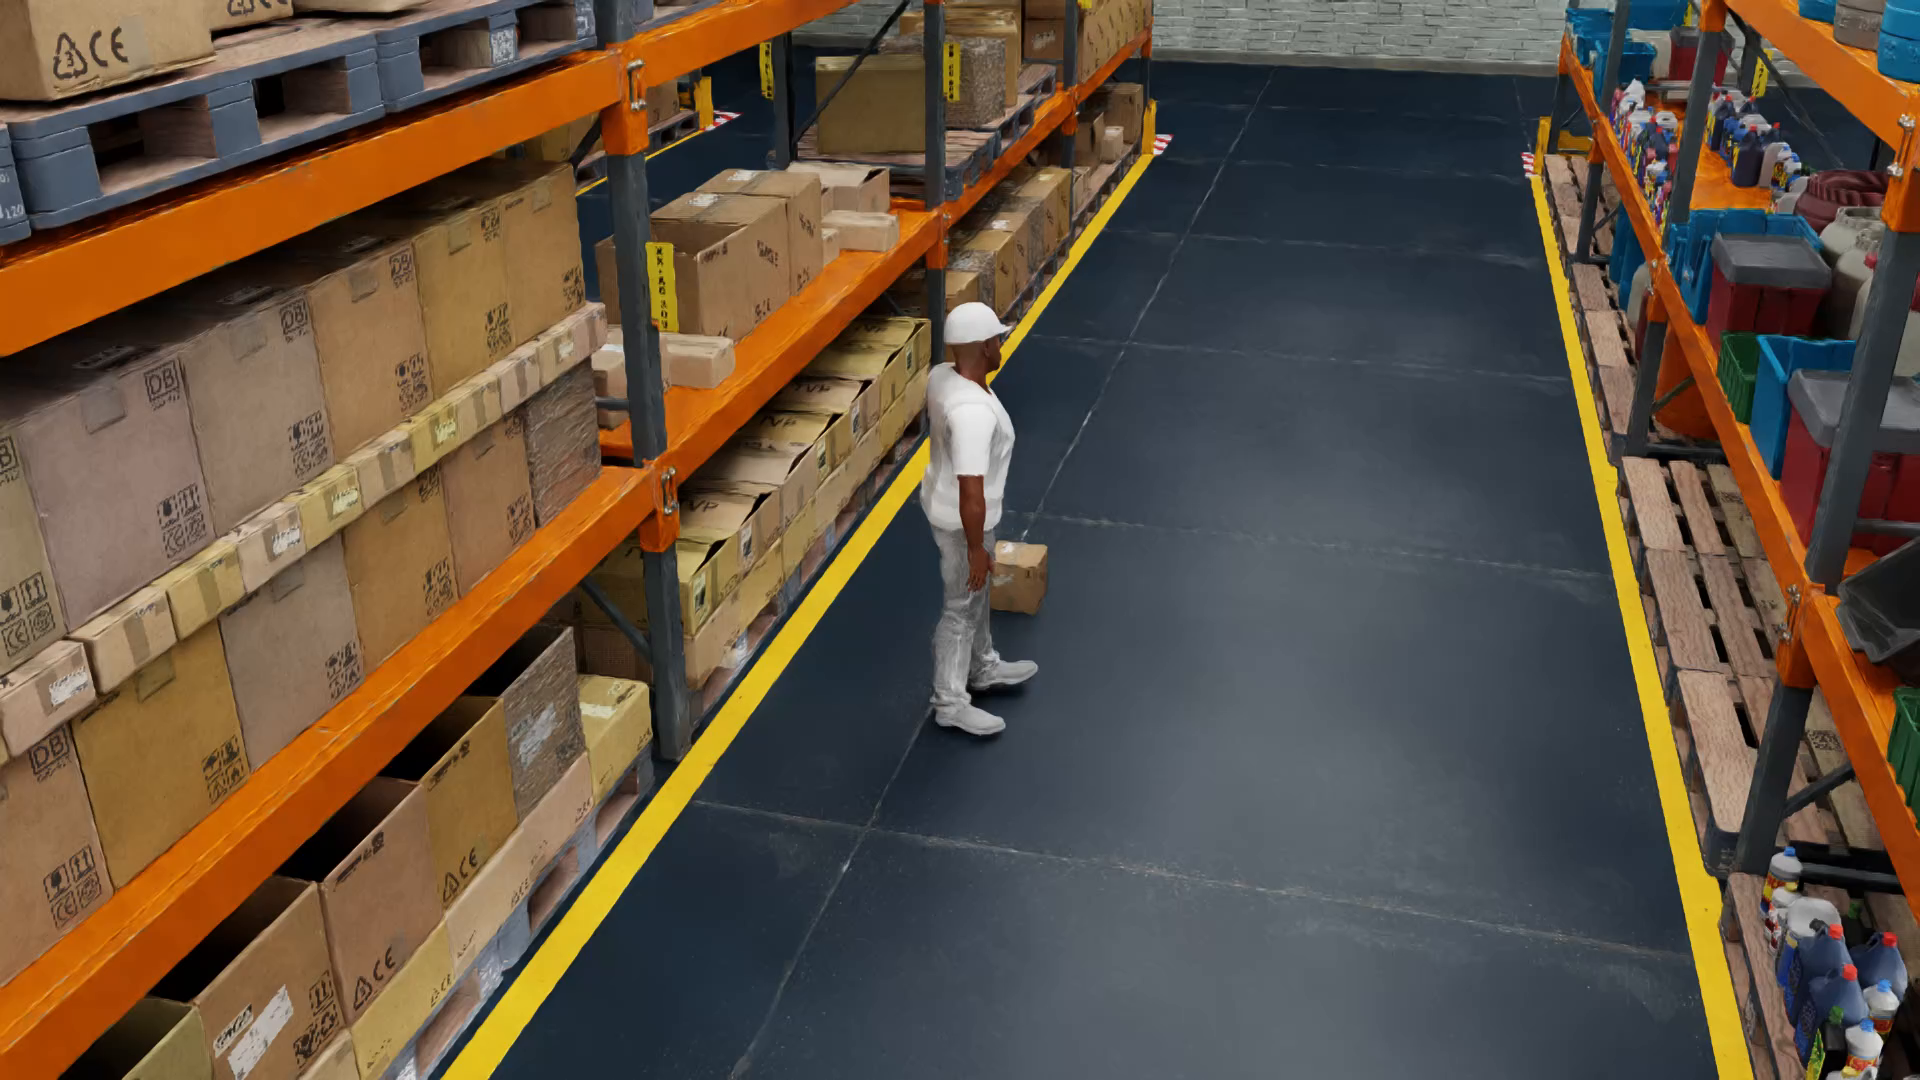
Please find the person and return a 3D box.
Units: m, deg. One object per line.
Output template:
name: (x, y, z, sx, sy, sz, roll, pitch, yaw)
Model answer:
person: (0.112, -0.095, 6.726, 0.521, 1.768, 0.650, -4, 26, -9)
